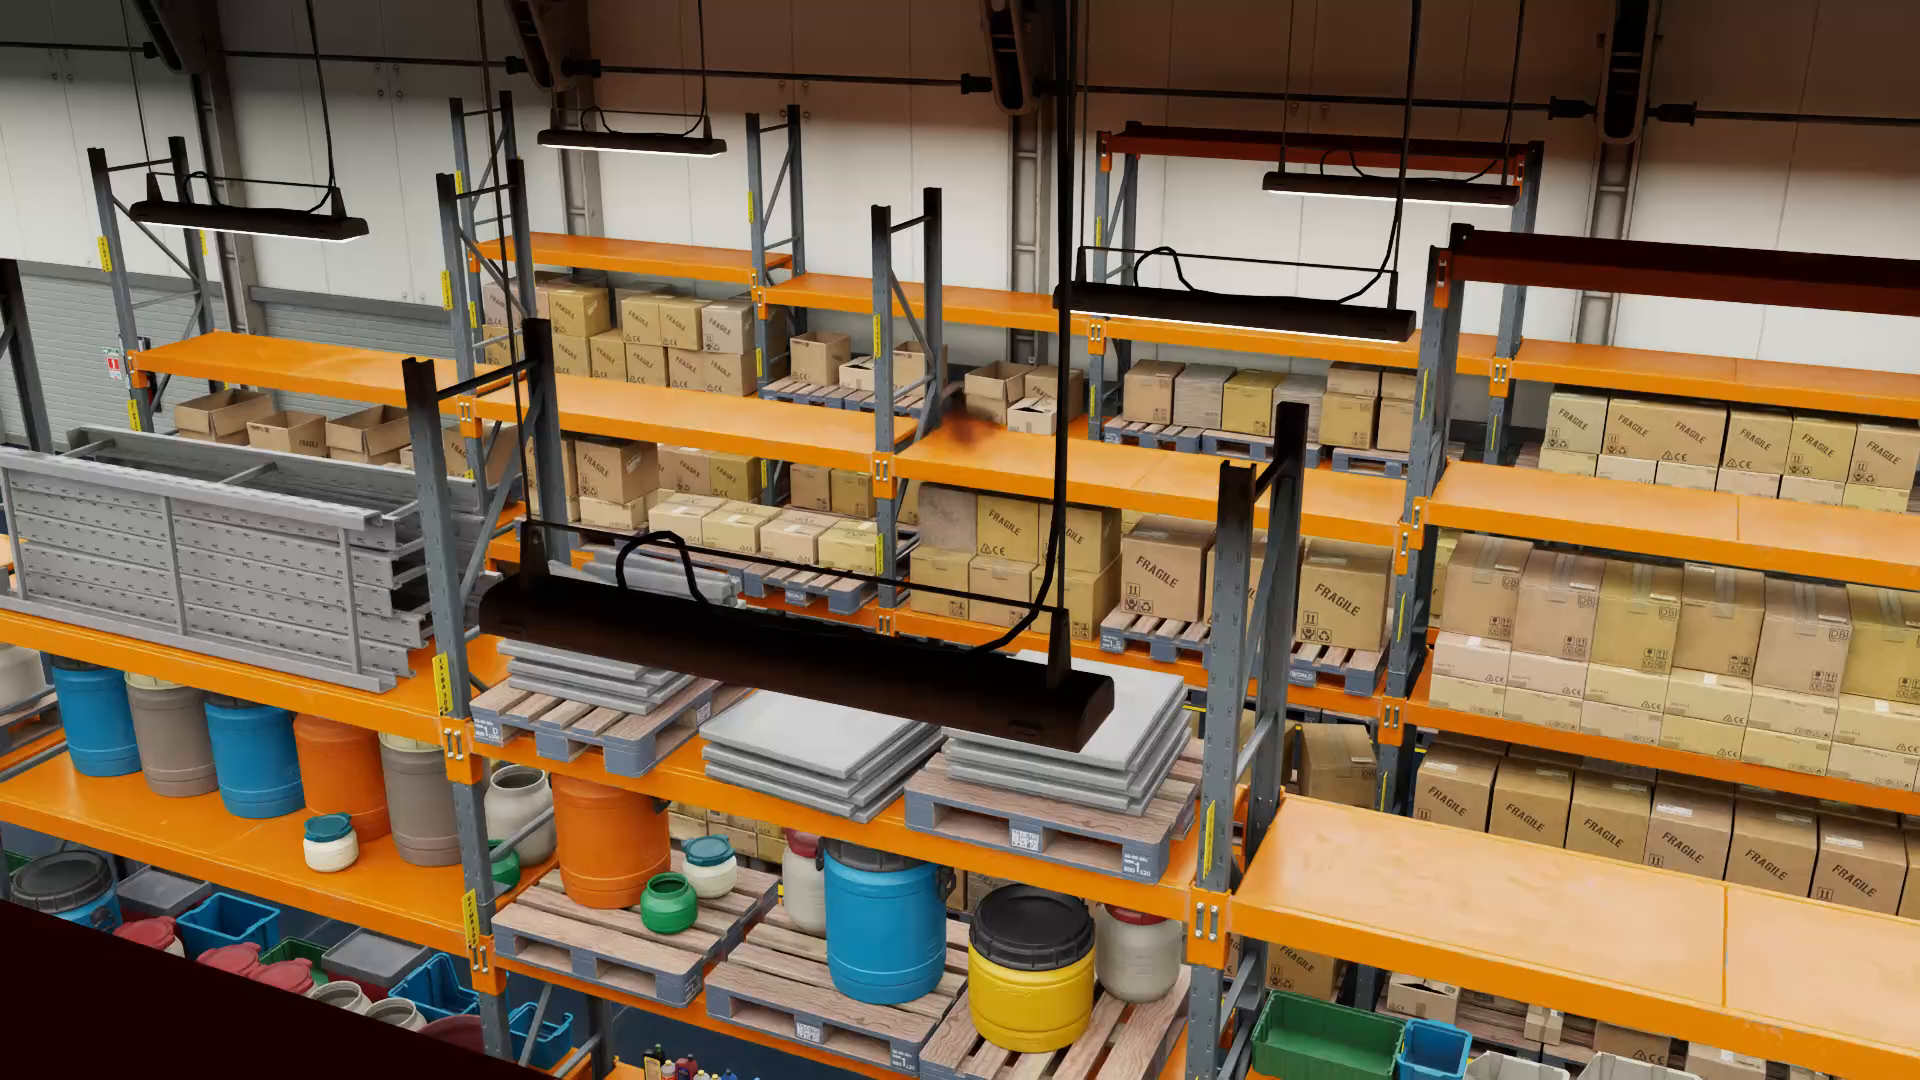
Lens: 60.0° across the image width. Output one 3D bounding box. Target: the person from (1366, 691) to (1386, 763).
[{"bbox_3d":[4.108,1.669,15.826,0.514,1.696,0.406,14,25,34],"label":"person"}]
